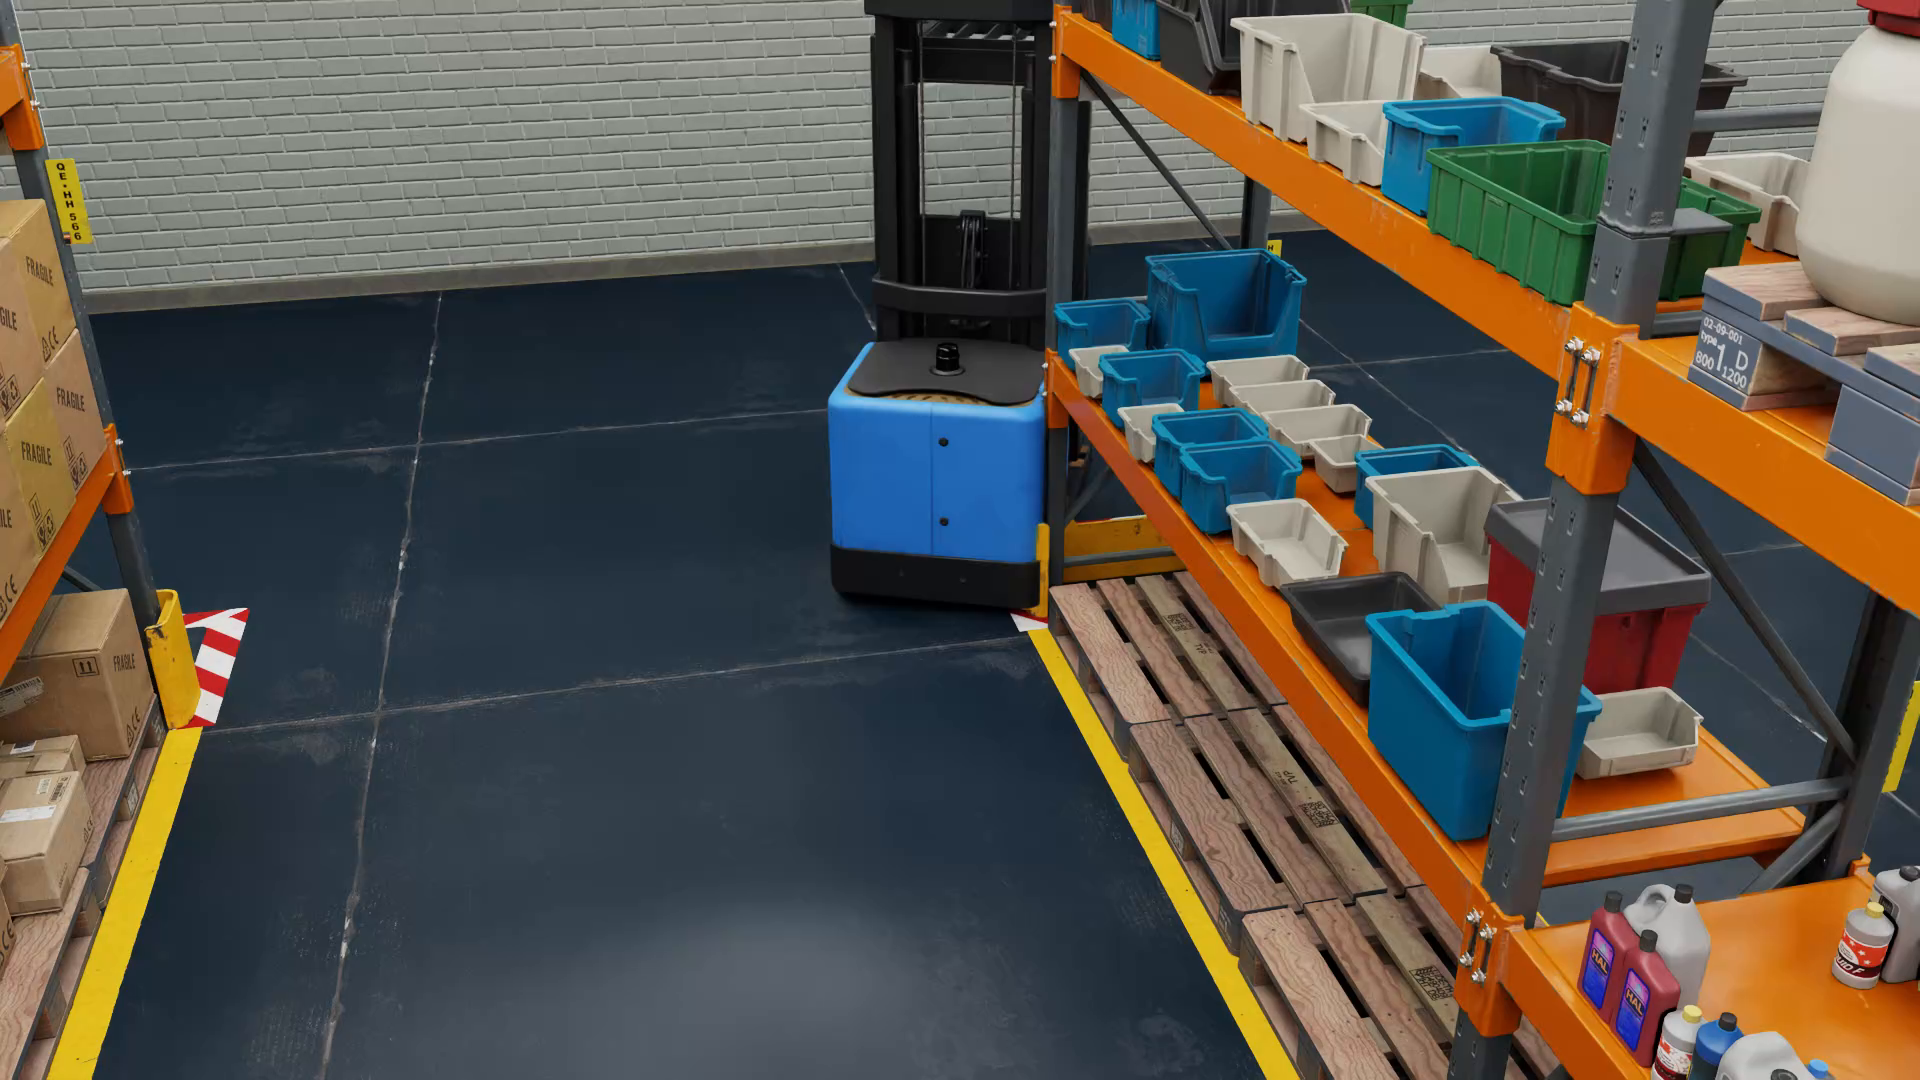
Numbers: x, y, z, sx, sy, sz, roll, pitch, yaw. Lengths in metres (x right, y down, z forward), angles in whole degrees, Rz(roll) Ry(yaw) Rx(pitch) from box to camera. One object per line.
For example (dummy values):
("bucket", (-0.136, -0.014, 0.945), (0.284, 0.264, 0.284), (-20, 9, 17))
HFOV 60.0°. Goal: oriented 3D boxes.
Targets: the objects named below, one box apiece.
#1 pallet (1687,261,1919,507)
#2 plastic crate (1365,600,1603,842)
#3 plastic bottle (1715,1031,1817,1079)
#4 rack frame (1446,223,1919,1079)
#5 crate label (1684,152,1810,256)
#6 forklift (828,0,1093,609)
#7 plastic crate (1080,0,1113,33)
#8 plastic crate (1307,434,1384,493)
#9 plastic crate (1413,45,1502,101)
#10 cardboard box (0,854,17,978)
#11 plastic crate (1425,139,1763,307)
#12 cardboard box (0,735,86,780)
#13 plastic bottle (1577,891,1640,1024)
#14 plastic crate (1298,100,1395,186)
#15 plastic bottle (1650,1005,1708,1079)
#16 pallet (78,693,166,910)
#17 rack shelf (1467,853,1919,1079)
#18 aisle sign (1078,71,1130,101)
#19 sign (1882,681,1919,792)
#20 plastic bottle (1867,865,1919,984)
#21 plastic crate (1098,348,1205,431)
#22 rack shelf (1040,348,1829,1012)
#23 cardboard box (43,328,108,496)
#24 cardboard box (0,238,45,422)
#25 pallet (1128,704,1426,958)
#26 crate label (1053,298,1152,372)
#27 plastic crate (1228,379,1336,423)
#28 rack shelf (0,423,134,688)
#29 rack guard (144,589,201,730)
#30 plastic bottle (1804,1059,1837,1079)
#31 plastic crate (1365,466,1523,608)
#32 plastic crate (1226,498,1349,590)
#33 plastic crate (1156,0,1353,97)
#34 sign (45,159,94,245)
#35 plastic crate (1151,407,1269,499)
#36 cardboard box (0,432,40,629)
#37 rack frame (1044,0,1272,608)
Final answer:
("pallet", (2.061, -0.249, 2.794), (1.213, 0.211, 1.003), (-6, 27, -12))
("plastic crate", (1.352, 0.482, 4.417), (0.392, 0.384, 0.575), (-6, 27, -12))
("plastic bottle", (1.605, 1.130, 3.320), (0.152, 0.276, 0.135), (-6, 27, -12))
("rack frame", (1.789, 0.672, 4.090), (1.000, 3.000, 0.127), (-6, 27, -12))
("crate label", (1.961, -0.793, 3.957), (0.293, 0.136, 0.466), (-6, 27, -12))
("forklift", (0.152, -1.622, 8.710), (1.130, 2.935, 3.031), (5, 27, 10))
("plastic crate", (0.703, -2.167, 6.531), (0.497, 0.269, 0.590), (-6, 27, -12))
("plastic crate", (1.471, -0.277, 6.196), (0.298, 0.136, 0.250), (-6, 27, -12))
("plastic crate", (1.595, -1.423, 5.205), (0.437, 0.136, 0.530), (-6, 27, -12))
("cardboard box", (-3.466, 1.267, 5.193), (0.797, 0.503, 0.637), (-6, 27, -12))
("plastic crate", (1.399, -0.728, 3.769), (0.450, 0.188, 0.662), (-6, 27, -12))
("cardboard box", (-3.573, 0.886, 6.321), (0.380, 0.166, 0.250), (-6, 27, -12))
("plastic bottle", (1.456, 0.928, 3.711), (0.061, 0.283, 0.133), (-6, 27, -12))
("plastic crate", (1.132, -1.069, 4.503), (0.293, 0.136, 0.466), (-6, 27, -12))
("plastic bottle", (1.530, 1.072, 3.517), (0.097, 0.201, 0.097), (0, 27, 0))
("pallet", (-3.741, 1.046, 6.444), (1.003, 0.211, 1.213), (-6, 27, -12))
("rack shelf", (2.240, 1.871, 2.512), (1.077, 0.370, 4.000), (-6, 27, -12))
("aisle sign", (0.582, -2.246, 6.986), (0.394, 0.787, 0.004), (-6, 27, -12))
("sign", (2.326, 0.493, 4.136), (0.100, 0.325, 0.005), (-6, 27, -12))
("plastic bottle", (2.193, 0.868, 3.840), (0.152, 0.276, 0.135), (-6, 27, -12))
("plastic crate", (0.771, -0.605, 6.739), (0.416, 0.233, 0.300), (-6, 27, -12))
("rack shelf", (1.339, 0.115, 5.991), (1.077, 0.370, 4.000), (-6, 27, -12))
("cardboard box", (-3.573, -0.458, 6.218), (0.500, 0.500, 0.500), (-5, 27, -10))
("cardboard box", (-3.456, -0.684, 5.556), (0.500, 0.500, 0.500), (-5, 27, -10))
("pallet", (1.307, 1.061, 6.413), (1.003, 0.211, 1.213), (-6, 27, -12))
("crate label", (0.623, -0.894, 7.312), (0.416, 0.233, 0.303), (-6, 27, -12))
("plastic crate", (1.299, -0.525, 6.687), (0.396, 0.136, 0.243), (-6, 27, -12))
("rack shelf", (-3.488, 0.617, 4.998), (1.077, 0.370, 4.000), (-6, 27, -12))
("rack guard", (-3.922, 0.567, 7.072), (1.175, 0.500, 0.348), (-6, 27, -12))
("plastic bottle", (1.722, 1.142, 3.378), (0.097, 0.201, 0.097), (0, 27, 0))
("plastic crate", (1.625, 0.009, 5.468), (0.437, 0.282, 0.530), (-6, 27, -12))
("plastic crate", (1.104, 0.029, 5.590), (0.293, 0.136, 0.466), (-6, 27, -12))
("plastic crate", (0.964, -1.697, 5.523), (0.504, 0.338, 0.767), (-6, 27, -12))
("sign", (-3.394, -1.288, 6.337), (0.100, 0.325, 0.005), (-6, 27, -12))
("plastic crate", (0.919, -0.316, 6.167), (0.416, 0.233, 0.300), (-6, 27, -12))
("cardboard box", (-3.345, -0.011, 5.332), (0.500, 0.500, 0.500), (-6, 27, -11))
("rack frame", (0.888, -1.084, 7.569), (1.000, 3.000, 0.127), (-6, 27, -12))
